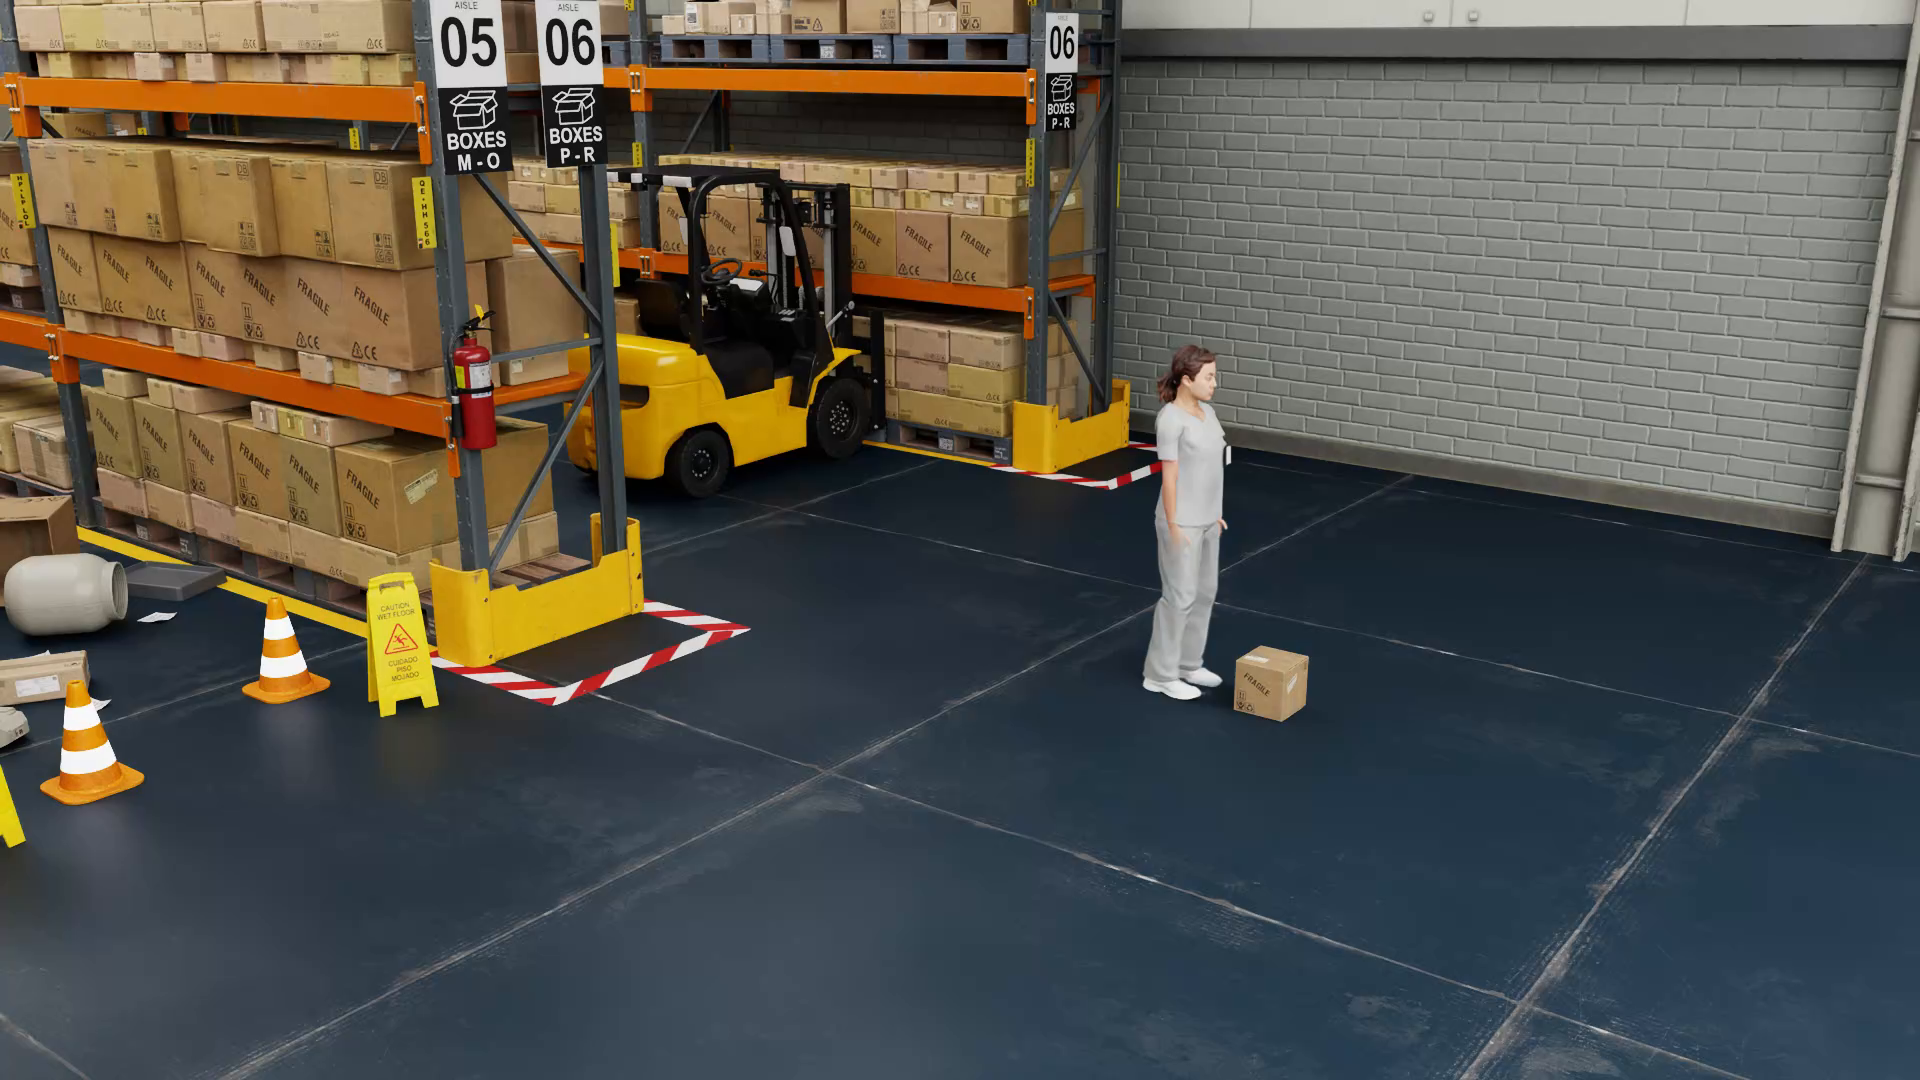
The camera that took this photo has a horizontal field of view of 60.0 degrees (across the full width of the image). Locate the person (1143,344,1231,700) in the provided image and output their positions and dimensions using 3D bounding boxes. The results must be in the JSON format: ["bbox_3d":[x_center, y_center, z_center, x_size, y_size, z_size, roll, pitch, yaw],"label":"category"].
[{"bbox_3d":[1.074,-0.090,7.866,0.363,1.678,0.438,13,21,36],"label":"person"}]
